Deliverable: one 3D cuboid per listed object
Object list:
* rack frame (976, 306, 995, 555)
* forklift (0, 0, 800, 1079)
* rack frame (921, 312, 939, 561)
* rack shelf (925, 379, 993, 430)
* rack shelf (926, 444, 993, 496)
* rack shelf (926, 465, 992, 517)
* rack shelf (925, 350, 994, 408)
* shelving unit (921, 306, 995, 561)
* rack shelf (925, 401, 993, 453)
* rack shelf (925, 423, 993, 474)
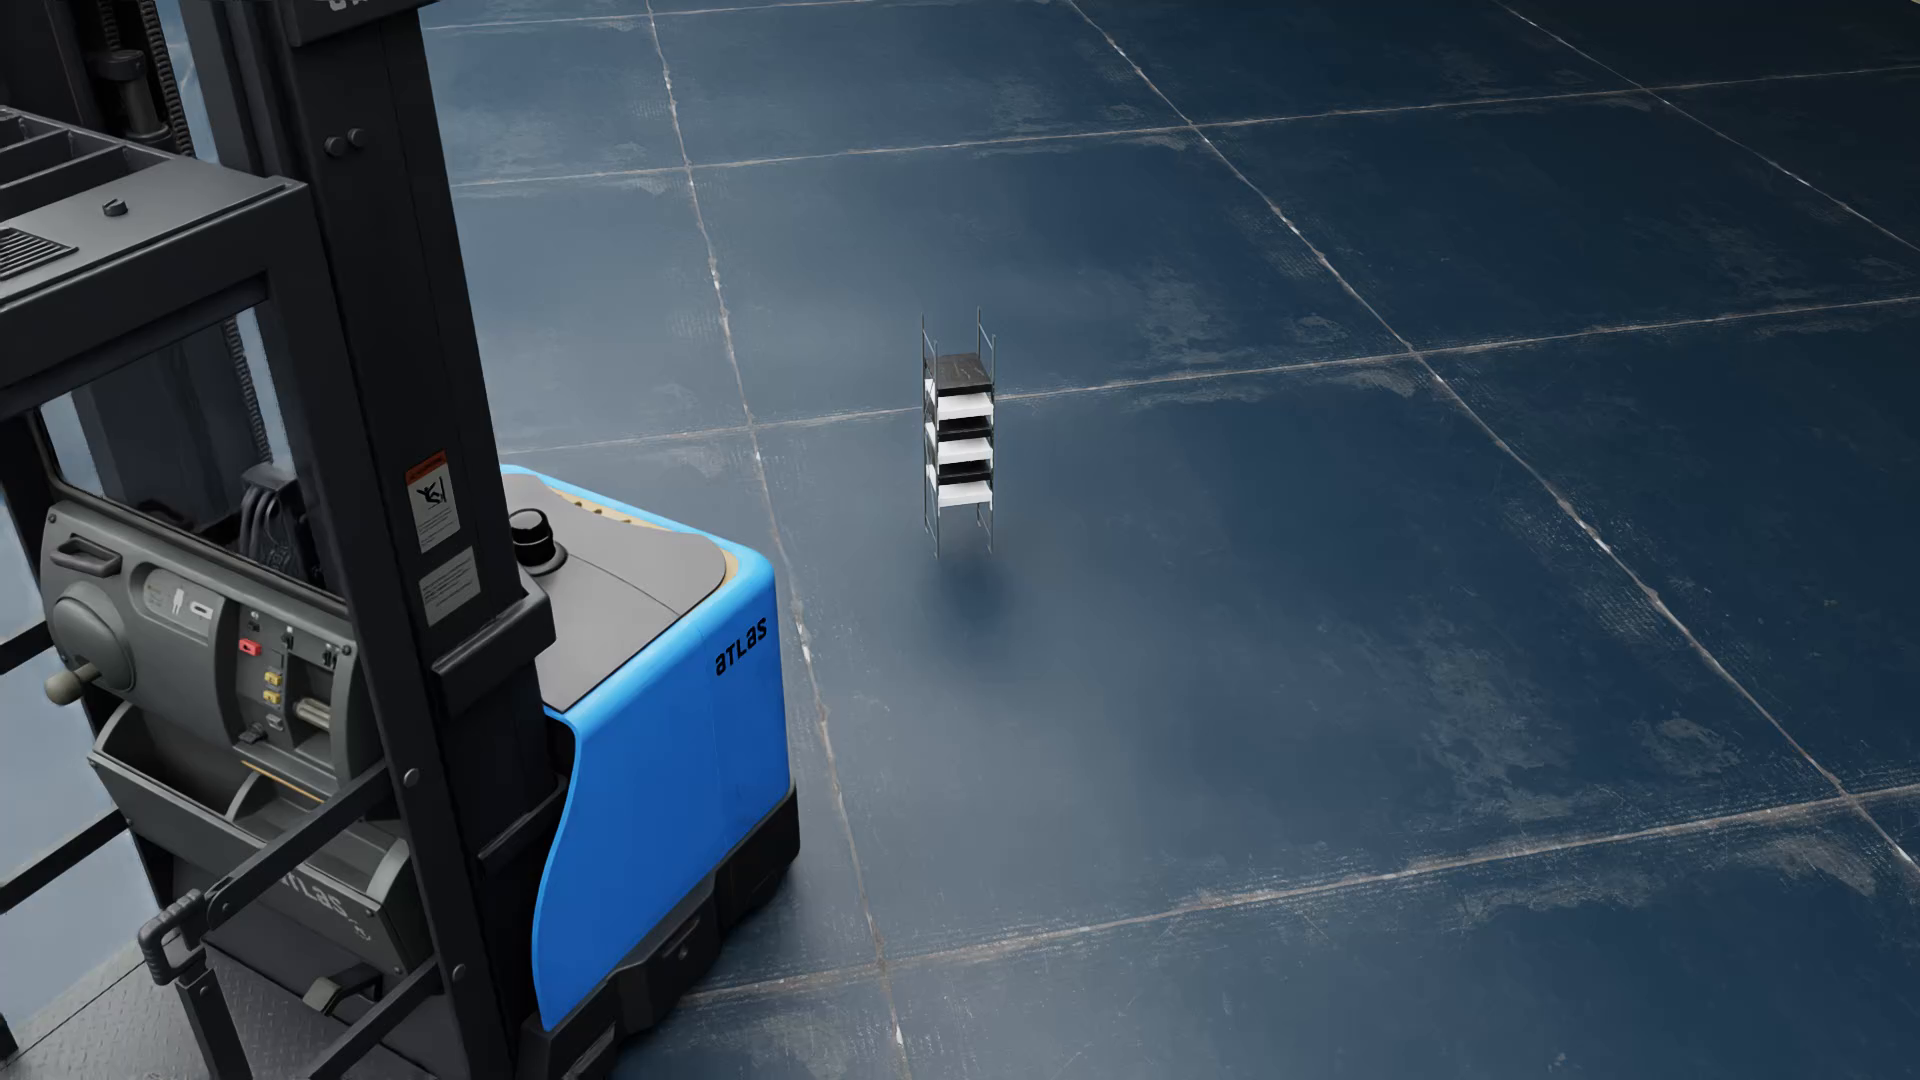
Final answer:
[{"bbox_3d":[0.091,-0.385,6.016,0.006,0.900,0.240,-7,35,-11],"label":"rack frame"},{"bbox_3d":[-1.648,0.282,3.199,1.130,2.935,3.031,18,38,25],"label":"forklift"},{"bbox_3d":[-0.107,-0.360,5.979,0.006,0.900,0.240,-7,35,-11],"label":"rack frame"},{"bbox_3d":[-0.008,-0.494,5.916,0.200,0.077,0.258,-7,35,-11],"label":"rack shelf"},{"bbox_3d":[-0.008,-0.270,6.066,0.200,0.077,0.258,-7,35,-11],"label":"rack shelf"},{"bbox_3d":[-0.008,-0.196,6.117,0.200,0.077,0.258,-7,35,-11],"label":"rack shelf"},{"bbox_3d":[-0.008,-0.569,5.866,0.200,0.077,0.258,-7,35,-11],"label":"rack shelf"},{"bbox_3d":[-0.008,-0.373,5.998,0.210,0.900,0.258,-7,35,-11],"label":"shelving unit"},{"bbox_3d":[-0.008,-0.420,5.966,0.200,0.077,0.258,-7,35,-11],"label":"rack shelf"},{"bbox_3d":[-0.008,-0.345,6.016,0.200,0.077,0.258,-7,35,-11],"label":"rack shelf"}]
